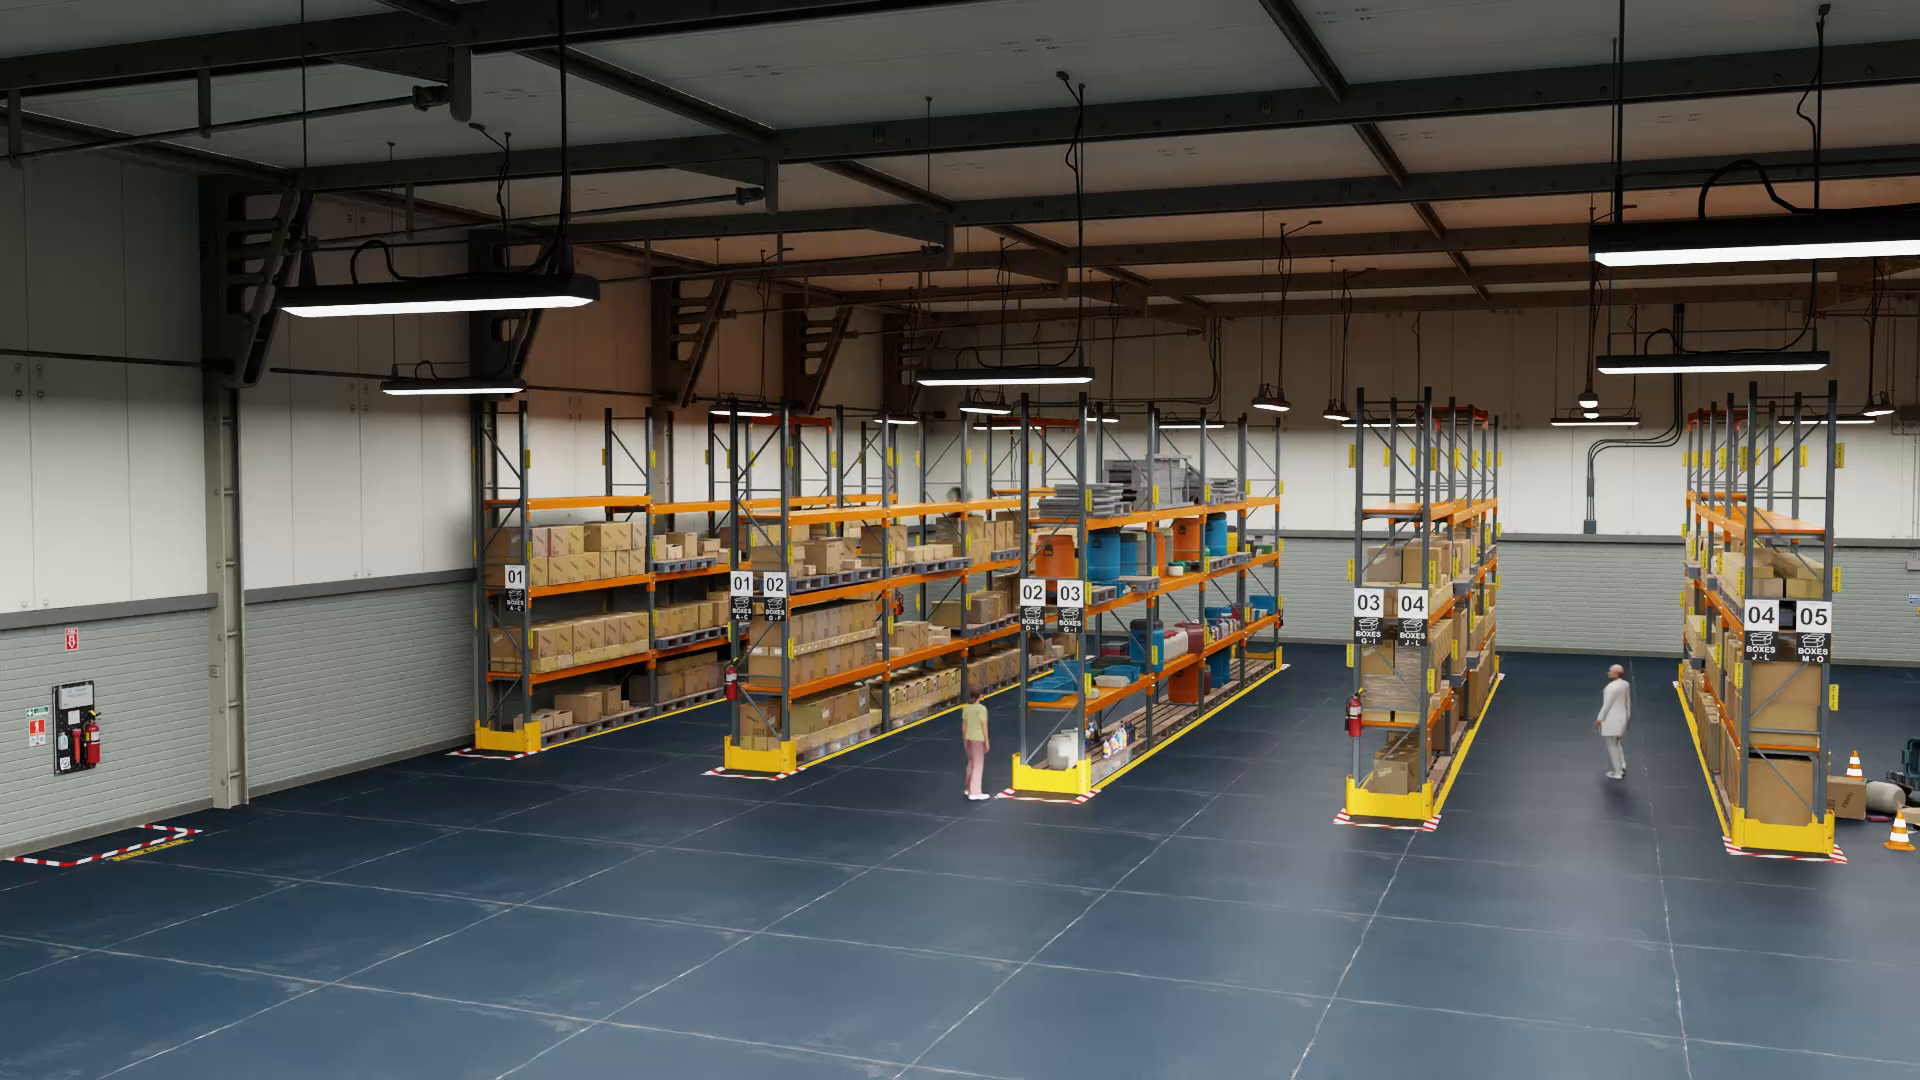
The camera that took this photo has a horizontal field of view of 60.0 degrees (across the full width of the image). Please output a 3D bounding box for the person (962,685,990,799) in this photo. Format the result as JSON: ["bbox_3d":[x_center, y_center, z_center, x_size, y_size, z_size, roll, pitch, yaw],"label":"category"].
[{"bbox_3d":[0.270,2.993,24.543,0.411,1.708,0.553,-2,3,-36],"label":"person"}]

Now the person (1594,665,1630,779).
[{"bbox_3d":[10.232,2.957,26.034,0.618,1.635,0.515,-1,3,-19],"label":"person"}]
